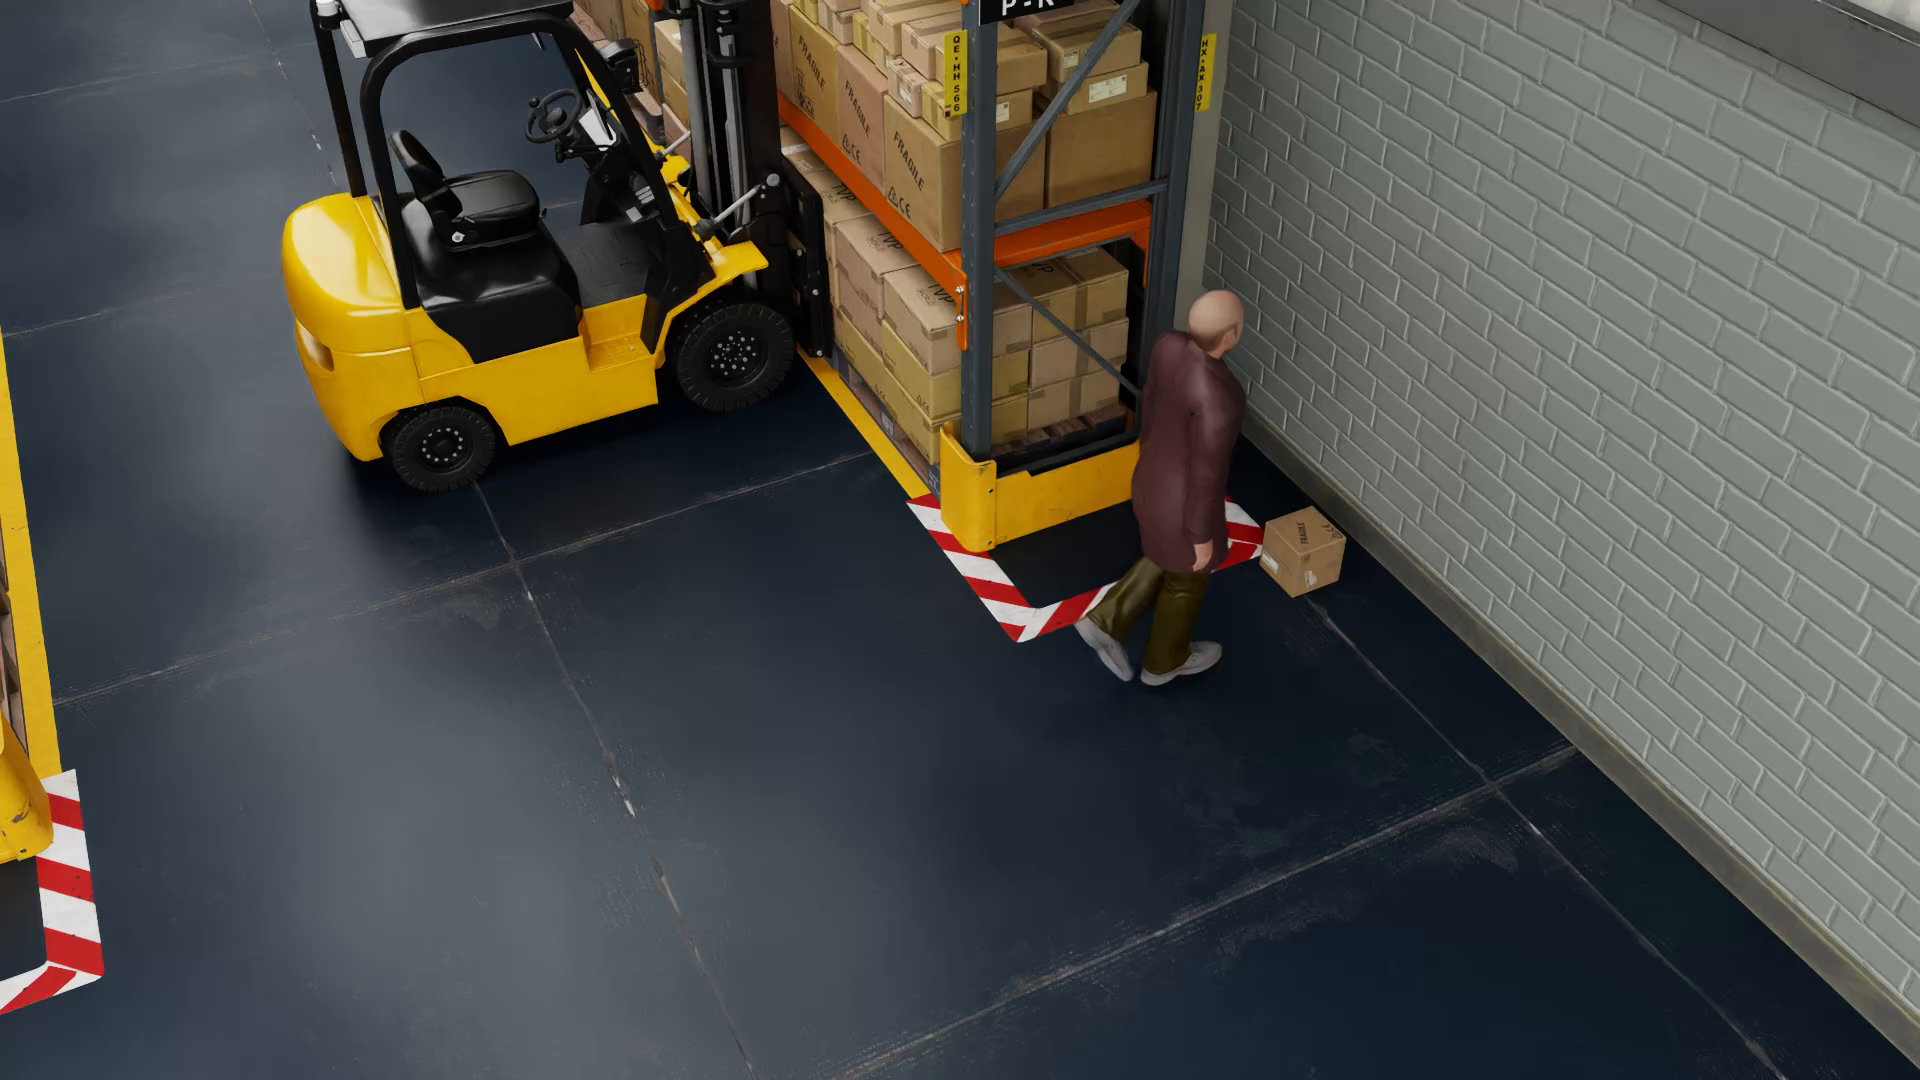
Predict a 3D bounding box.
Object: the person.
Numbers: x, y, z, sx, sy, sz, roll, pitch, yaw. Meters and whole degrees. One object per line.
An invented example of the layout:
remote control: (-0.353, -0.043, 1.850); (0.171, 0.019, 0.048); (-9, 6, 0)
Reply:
person: (0.752, -0.164, 6.346); (0.644, 1.755, 0.621); (-14, 43, -16)
